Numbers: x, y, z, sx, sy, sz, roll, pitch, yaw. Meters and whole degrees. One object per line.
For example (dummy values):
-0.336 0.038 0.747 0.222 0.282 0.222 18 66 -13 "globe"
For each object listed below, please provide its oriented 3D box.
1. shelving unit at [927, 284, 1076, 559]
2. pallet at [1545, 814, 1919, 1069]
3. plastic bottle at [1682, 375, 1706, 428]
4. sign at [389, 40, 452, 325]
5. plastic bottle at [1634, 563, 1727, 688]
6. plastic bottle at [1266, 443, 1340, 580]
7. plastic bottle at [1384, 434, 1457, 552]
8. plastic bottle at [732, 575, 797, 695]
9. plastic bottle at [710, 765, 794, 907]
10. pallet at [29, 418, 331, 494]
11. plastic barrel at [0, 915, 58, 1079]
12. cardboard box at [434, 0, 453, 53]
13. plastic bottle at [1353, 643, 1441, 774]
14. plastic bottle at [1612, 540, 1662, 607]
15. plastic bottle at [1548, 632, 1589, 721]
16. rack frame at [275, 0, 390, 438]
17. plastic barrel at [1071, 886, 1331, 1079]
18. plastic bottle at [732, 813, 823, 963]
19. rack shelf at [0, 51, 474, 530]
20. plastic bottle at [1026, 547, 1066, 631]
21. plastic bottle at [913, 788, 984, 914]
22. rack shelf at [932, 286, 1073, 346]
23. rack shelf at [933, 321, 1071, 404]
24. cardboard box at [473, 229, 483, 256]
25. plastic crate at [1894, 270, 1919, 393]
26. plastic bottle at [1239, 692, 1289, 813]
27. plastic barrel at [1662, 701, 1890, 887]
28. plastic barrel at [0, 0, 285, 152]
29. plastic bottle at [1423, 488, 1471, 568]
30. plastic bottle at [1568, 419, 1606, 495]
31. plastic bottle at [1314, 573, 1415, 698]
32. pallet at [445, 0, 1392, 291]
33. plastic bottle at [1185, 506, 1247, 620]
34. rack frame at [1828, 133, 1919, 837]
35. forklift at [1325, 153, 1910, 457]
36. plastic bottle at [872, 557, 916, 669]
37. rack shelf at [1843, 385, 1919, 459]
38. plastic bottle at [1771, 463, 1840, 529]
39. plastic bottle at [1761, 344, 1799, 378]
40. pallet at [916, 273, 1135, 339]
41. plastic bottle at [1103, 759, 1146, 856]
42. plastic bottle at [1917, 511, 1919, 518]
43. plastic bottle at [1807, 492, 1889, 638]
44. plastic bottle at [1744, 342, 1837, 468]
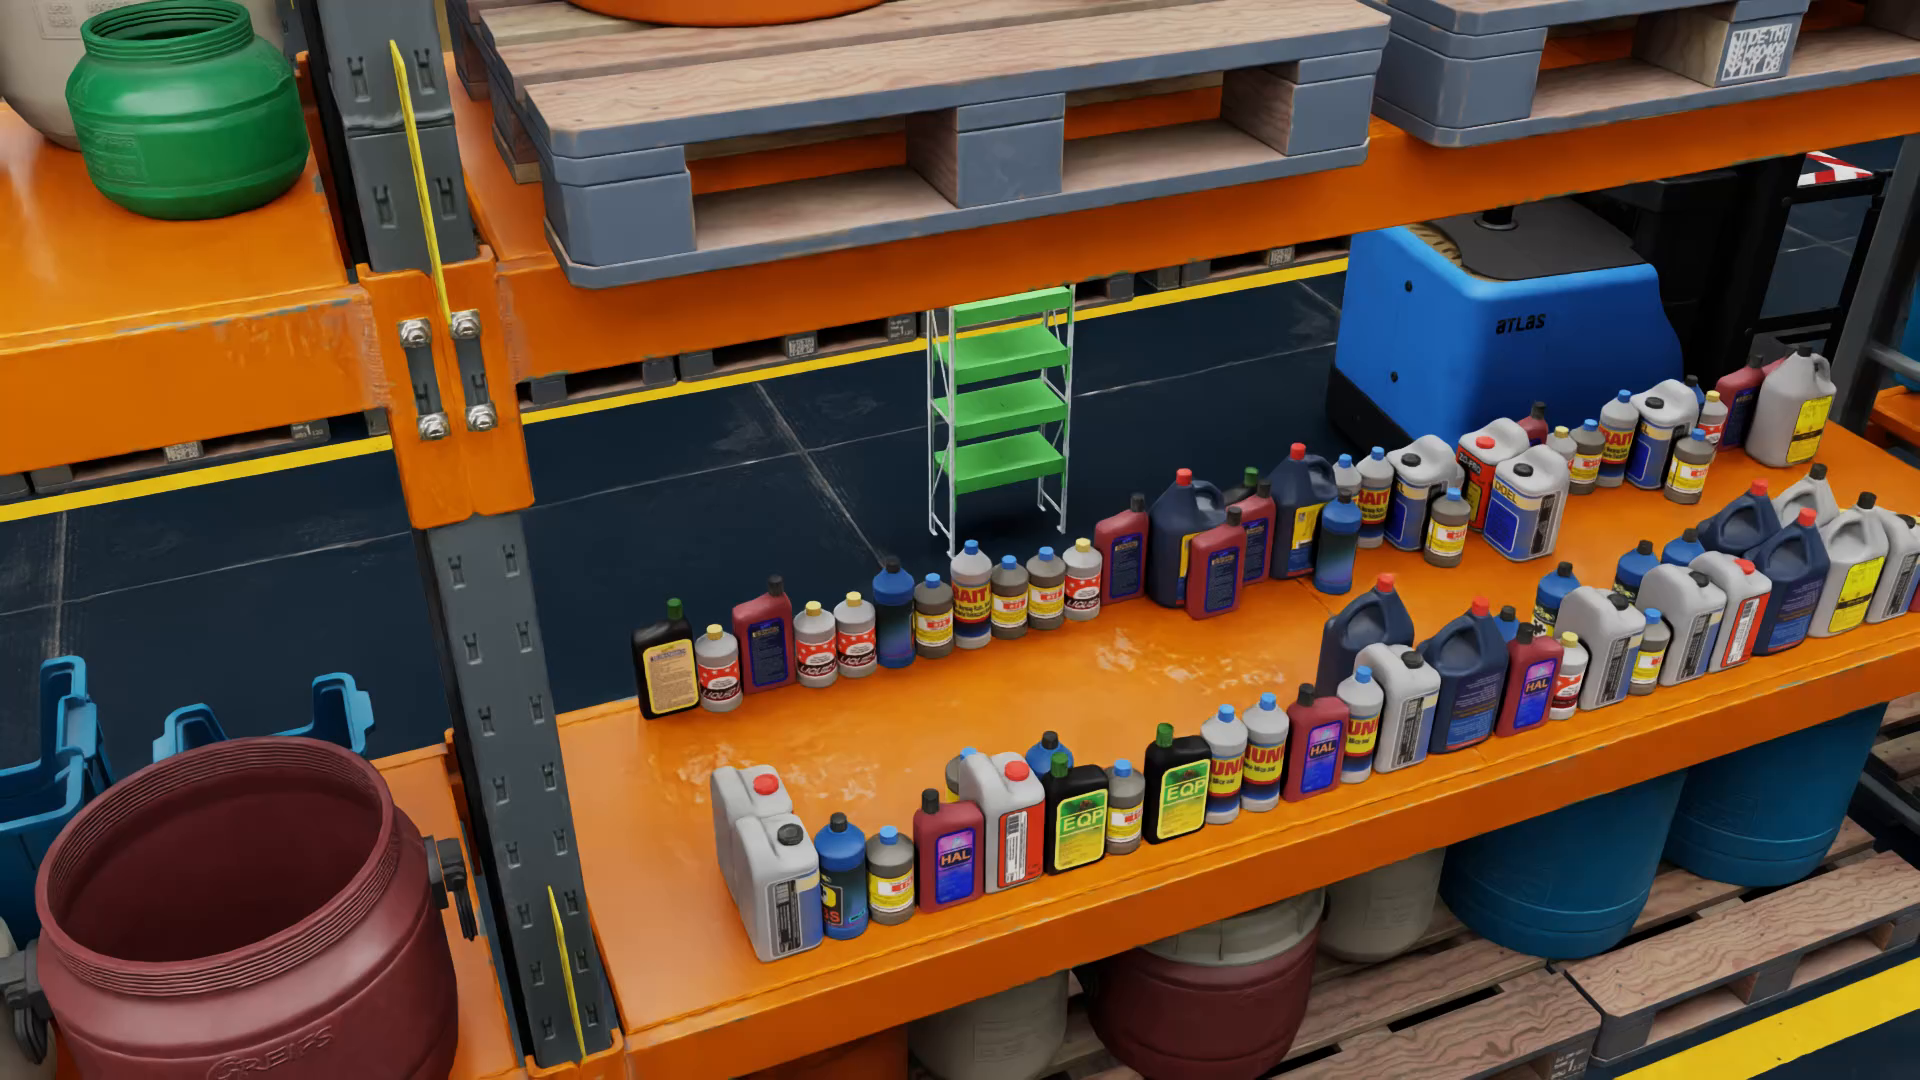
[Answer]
0.153 -0.538 6.476 0.503 1.200 0.258 -13 35 -19 "shelving unit"
2.094 0.979 5.051 1.213 0.211 1.003 -13 35 -19 "pallet"
2.006 -0.332 4.628 0.097 0.271 0.097 0 33 0 "plastic bottle"
-0.647 -0.425 1.999 0.005 0.325 0.100 -13 35 -19 "sign"
1.657 0.178 3.839 0.135 0.276 0.152 -13 35 -19 "plastic bottle"
0.851 -0.087 4.179 0.185 0.351 0.144 -13 35 -19 "plastic bottle"
1.180 -0.129 4.311 0.135 0.276 0.152 -13 35 -19 "plastic bottle"
-0.446 0.213 3.779 0.133 0.283 0.061 -13 35 -19 "plastic bottle"
-0.401 0.560 3.253 0.135 0.276 0.152 -13 35 -19 "plastic bottle"
-3.555 -0.656 7.564 1.213 0.211 1.003 -13 35 -19 "pallet"
-1.733 0.791 2.682 0.421 0.512 0.421 0 33 0 "plastic barrel"
-2.244 -2.386 7.190 0.500 0.500 0.700 -26 41 -34 "cardboard box"
0.936 0.343 3.586 0.135 0.276 0.152 -13 35 -19 "plastic bottle"
1.592 0.121 3.931 0.097 0.271 0.097 0 33 0 "plastic bottle"
1.347 0.297 3.726 0.097 0.201 0.097 0 33 0 "plastic bottle"
-2.781 -1.979 7.040 0.127 3.000 1.000 -13 35 -19 "rack frame"
0.619 0.997 4.293 0.708 0.588 0.600 -13 35 -19 "plastic barrel"
-0.343 0.636 3.136 0.135 0.276 0.152 -13 35 -19 "plastic bottle"
-2.711 -0.020 1.940 4.000 0.370 1.077 -13 35 -19 "rack shelf"
0.206 0.109 4.014 0.097 0.201 0.097 0 33 0 "plastic bottle"
-0.022 0.587 3.205 0.133 0.283 0.061 -13 35 -19 "plastic bottle"
0.153 -0.887 6.250 0.480 0.148 0.258 -13 35 -19 "rack shelf"
0.153 -0.685 6.380 0.480 0.148 0.258 -13 35 -19 "rack shelf"
-2.250 -1.068 7.529 0.500 0.500 0.500 -11 35 -17 "cardboard box"
3.120 -0.620 4.912 0.575 0.384 0.392 -13 35 -19 "plastic crate"
0.627 0.432 3.453 0.097 0.271 0.097 0 33 0 "plastic bottle"
2.313 0.478 4.803 0.708 0.901 0.600 -13 35 -19 "plastic barrel"
-1.272 -0.880 2.499 0.421 0.512 0.421 0 33 0 "plastic barrel"
1.245 -0.039 4.241 0.097 0.201 0.097 0 33 0 "plastic bottle"
1.702 -0.234 4.541 0.097 0.201 0.097 0 33 0 "plastic bottle"
0.902 0.232 3.688 0.185 0.351 0.144 -13 35 -19 "plastic bottle"
-0.124 -0.777 2.617 1.213 0.211 1.003 -13 35 -19 "pallet"
0.621 0.054 4.023 0.133 0.283 0.061 -13 35 -19 "plastic bottle"
2.821 -0.331 4.509 0.127 3.000 1.000 -13 35 -19 "rack frame"
3.223 -1.747 6.747 3.031 2.935 1.130 -9 34 -14 "forklift"
-0.153 0.162 3.869 0.097 0.271 0.097 0 33 0 "plastic bottle"
4.665 -0.452 5.354 4.000 0.370 1.077 -13 35 -19 "rack shelf"
2.045 -0.025 4.083 0.185 0.351 0.144 -13 35 -19 "plastic bottle"
2.318 -0.420 4.752 0.133 0.283 0.061 -13 35 -19 "plastic bottle"
0.172 -1.463 8.806 1.213 0.211 1.003 -13 35 -19 "pallet"
0.325 0.531 3.366 0.097 0.201 0.097 0 33 0 "plastic bottle"
2.518 -0.061 4.276 0.097 0.201 0.097 0 33 0 "plastic bottle"
2.101 0.048 3.971 0.185 0.351 0.144 -13 35 -19 "plastic bottle"
2.334 -0.391 4.646 0.185 0.351 0.144 -13 35 -19 "plastic bottle"
